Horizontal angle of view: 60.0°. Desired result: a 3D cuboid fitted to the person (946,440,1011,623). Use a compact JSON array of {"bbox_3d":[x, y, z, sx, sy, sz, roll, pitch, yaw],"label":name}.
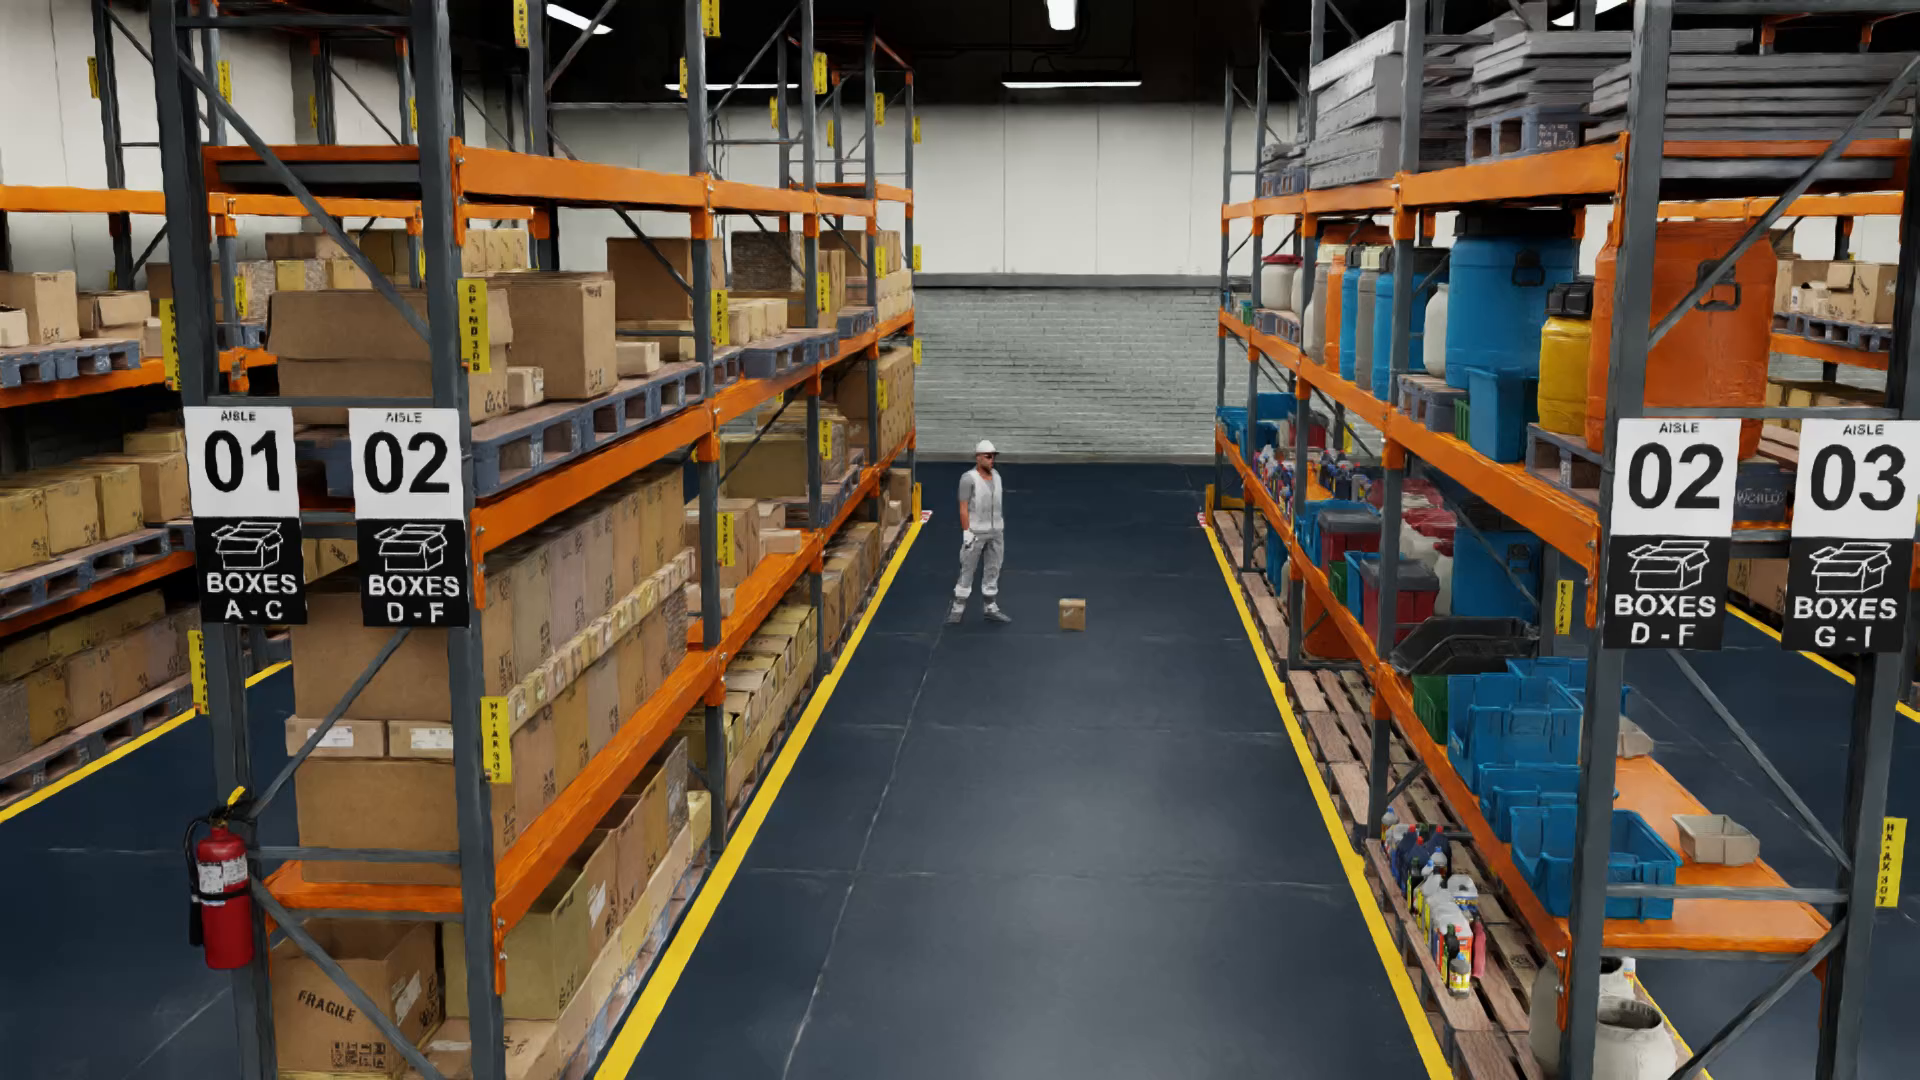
[{"bbox_3d":[0.170,-0.075,16.193,0.662,1.791,0.428,-8,13,-35],"label":"person"}]
